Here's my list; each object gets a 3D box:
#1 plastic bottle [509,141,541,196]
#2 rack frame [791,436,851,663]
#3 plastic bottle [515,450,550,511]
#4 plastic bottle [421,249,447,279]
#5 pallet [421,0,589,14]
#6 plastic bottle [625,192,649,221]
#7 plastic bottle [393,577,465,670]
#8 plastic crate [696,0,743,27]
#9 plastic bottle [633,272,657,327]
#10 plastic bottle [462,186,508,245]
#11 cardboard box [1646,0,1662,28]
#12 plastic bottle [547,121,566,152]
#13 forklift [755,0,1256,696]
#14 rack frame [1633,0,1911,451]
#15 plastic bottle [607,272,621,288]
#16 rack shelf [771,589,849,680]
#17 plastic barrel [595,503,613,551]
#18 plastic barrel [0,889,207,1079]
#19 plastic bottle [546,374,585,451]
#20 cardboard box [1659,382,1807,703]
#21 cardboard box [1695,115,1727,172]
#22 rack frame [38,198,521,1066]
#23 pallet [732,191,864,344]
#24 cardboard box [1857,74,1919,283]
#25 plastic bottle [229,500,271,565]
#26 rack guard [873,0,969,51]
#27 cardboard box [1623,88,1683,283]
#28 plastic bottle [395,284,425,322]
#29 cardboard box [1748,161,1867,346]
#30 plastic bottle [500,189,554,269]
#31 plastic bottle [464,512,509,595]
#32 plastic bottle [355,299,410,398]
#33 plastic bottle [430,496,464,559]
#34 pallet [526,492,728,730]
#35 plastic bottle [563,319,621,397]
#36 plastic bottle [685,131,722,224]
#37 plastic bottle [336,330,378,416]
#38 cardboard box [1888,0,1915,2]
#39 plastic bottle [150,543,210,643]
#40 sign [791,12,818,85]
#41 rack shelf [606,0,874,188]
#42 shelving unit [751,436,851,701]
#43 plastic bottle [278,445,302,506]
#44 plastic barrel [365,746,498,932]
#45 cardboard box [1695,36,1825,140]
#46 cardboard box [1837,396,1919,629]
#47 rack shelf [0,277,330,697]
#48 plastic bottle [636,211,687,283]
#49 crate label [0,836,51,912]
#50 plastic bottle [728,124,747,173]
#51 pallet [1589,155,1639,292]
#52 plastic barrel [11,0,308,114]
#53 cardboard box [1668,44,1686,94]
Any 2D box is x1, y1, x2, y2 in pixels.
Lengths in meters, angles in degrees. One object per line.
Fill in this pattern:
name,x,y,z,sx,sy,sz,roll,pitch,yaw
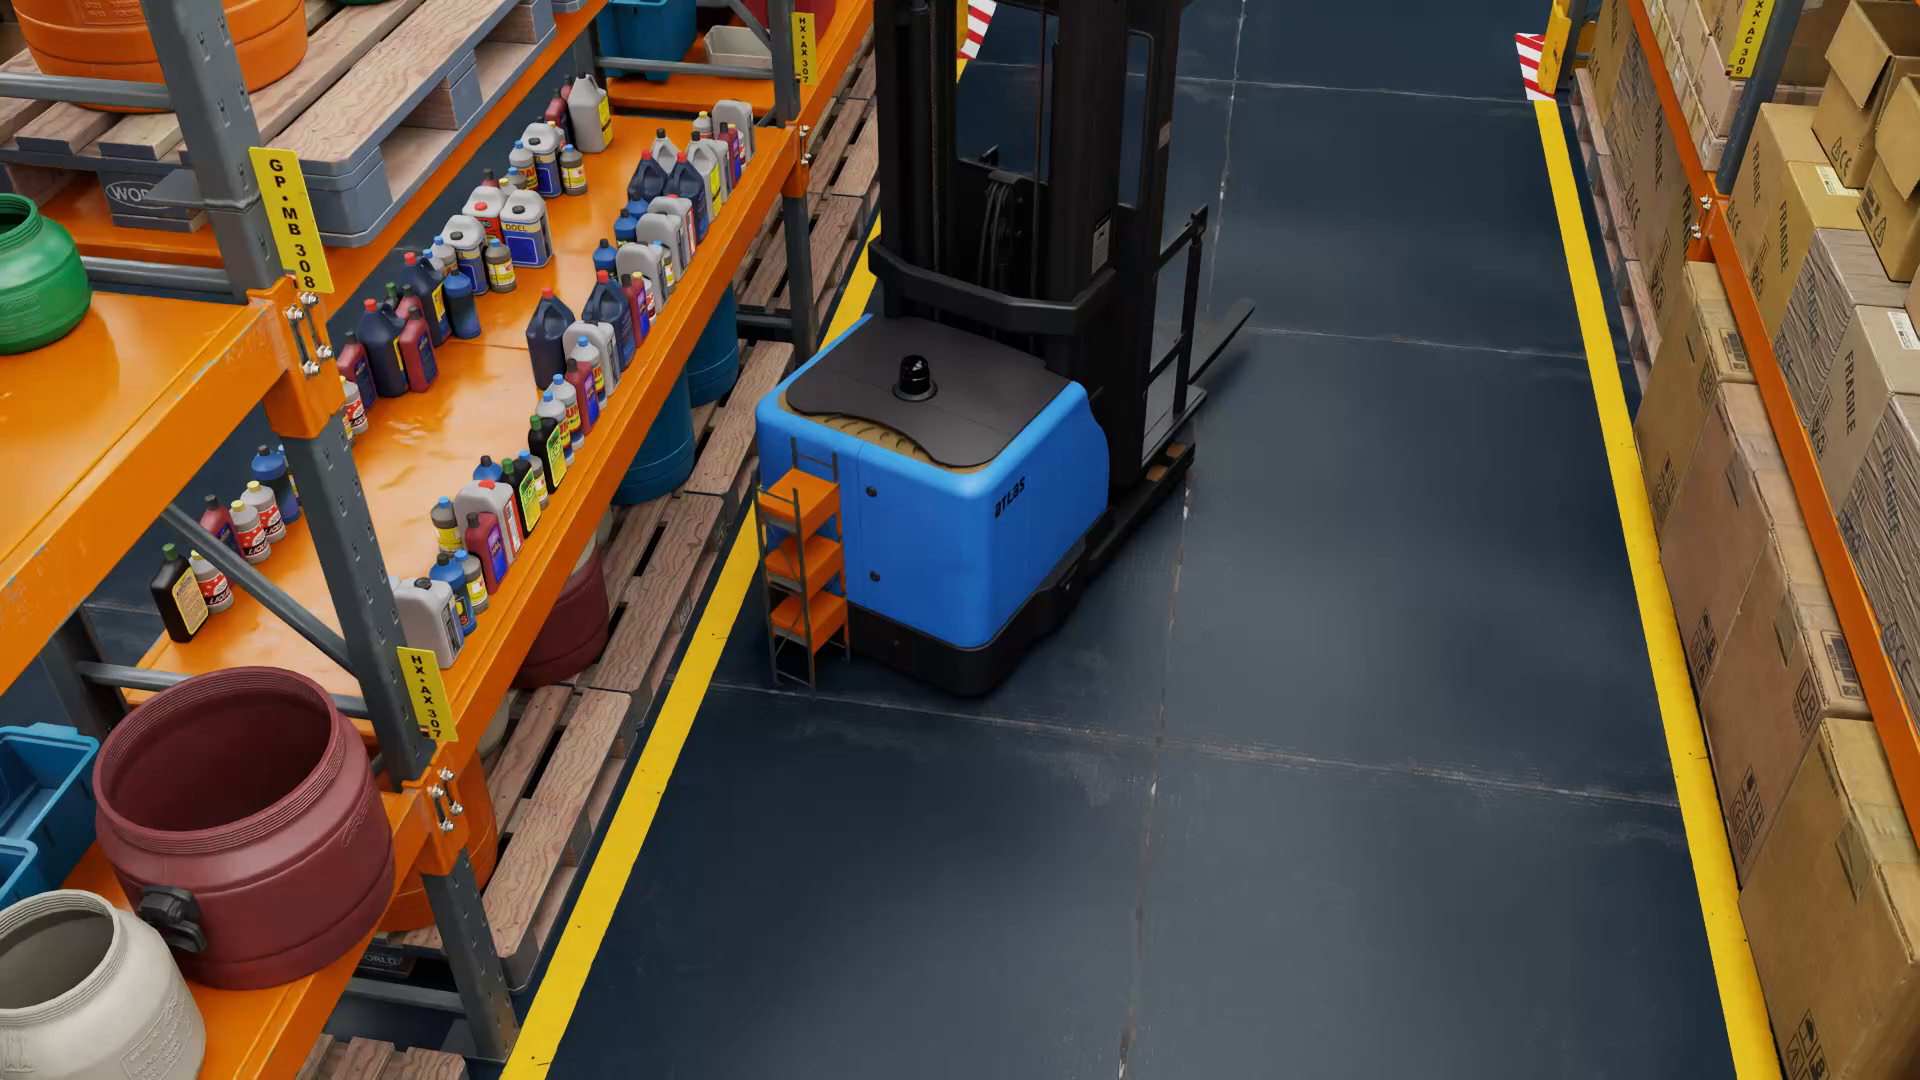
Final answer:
plastic bottle,-1.787,-1.506,6.818,0.097,0.271,0.097,0,40,0
rack frame,-0.527,0.056,6.354,0.200,1.050,0.008,21,45,23
plastic bottle,-1.370,-0.196,5.289,0.097,0.201,0.097,0,40,0
plastic bottle,-1.940,-0.948,6.143,0.097,0.271,0.097,0,40,0
pallet,-1.454,-1.972,5.075,1.003,0.211,1.213,6,40,8
plastic bottle,-1.247,-1.227,6.481,0.097,0.271,0.097,0,40,0
plastic bottle,-1.520,0.219,4.728,0.152,0.276,0.135,6,40,8
plastic crate,-1.292,-2.752,8.394,0.437,0.125,0.590,6,40,8
plastic bottle,-1.178,-0.892,6.131,0.097,0.201,0.097,0,40,0
plastic bottle,-1.836,-1.226,6.476,0.152,0.276,0.135,6,40,8
cardboard box,3.655,-2.654,8.303,0.380,0.149,0.250,7,40,8
plastic bottle,-1.730,-1.685,7.090,0.097,0.201,0.097,0,40,0
forklift,0.413,-1.445,6.698,1.130,2.935,3.031,21,44,24
rack frame,3.657,-1.557,6.779,1.000,3.000,0.127,6,40,8
plastic bottle,-1.261,-0.842,6.015,0.097,0.271,0.097,0,40,0
rack shelf,-0.588,0.344,6.461,0.215,0.259,0.240,21,45,23
plastic barrel,-1.640,-0.178,6.734,0.421,0.512,0.421,0,40,0
plastic barrel,-1.881,1.033,3.559,0.421,0.512,0.421,0,40,0
plastic bottle,-1.313,-0.429,5.516,0.097,0.271,0.097,0,40,0
cardboard box,3.412,0.065,6.156,1.225,0.875,0.875,5,40,6
cardboard box,3.387,-1.688,7.134,0.380,0.149,0.250,7,40,8
rack frame,-1.913,0.407,4.404,1.000,3.000,0.127,6,40,8
pallet,-1.132,-1.494,8.892,1.003,0.211,1.213,6,40,8
cardboard box,3.425,-1.151,5.422,0.797,0.503,0.637,7,40,8
plastic bottle,-2.185,-0.032,5.091,0.097,0.201,0.097,0,40,0
rack guard,-0.537,-3.667,11.293,1.175,0.500,0.348,6,40,8
cardboard box,4.006,-1.870,8.496,0.875,0.875,0.875,6,40,8
plastic bottle,-1.951,-0.759,5.906,0.061,0.283,0.133,6,40,8
cardboard box,3.245,-1.019,6.050,0.500,0.500,0.500,6,40,8
plastic bottle,-1.687,-1.209,6.456,0.152,0.276,0.135,6,40,8
plastic bottle,-1.418,0.015,4.969,0.061,0.283,0.133,6,40,8
plastic bottle,-1.997,-0.687,5.766,0.144,0.351,0.185,6,40,8
plastic bottle,-1.566,-0.045,5.106,0.097,0.201,0.097,0,40,0
pallet,-1.604,0.219,6.819,1.003,0.211,1.213,6,40,8
plastic bottle,-1.280,-0.651,5.781,0.152,0.276,0.135,6,40,8
plastic bottle,-1.058,-1.471,6.714,0.144,0.351,0.185,6,40,8
plastic bottle,-2.065,-0.566,5.672,0.061,0.283,0.133,6,40,8
cardboard box,3.992,-2.175,6.823,0.500,0.500,0.500,6,40,8
plastic bottle,-2.263,0.151,4.805,0.061,0.283,0.133,6,40,8
sign,-0.679,-2.148,7.277,0.100,0.325,0.005,6,40,8
rack shelf,-0.875,-3.081,9.187,1.077,0.370,4.000,6,40,8
shelving unit,-0.590,0.123,6.275,0.215,1.050,0.252,21,45,23
plastic bottle,-2.135,-0.216,5.313,0.097,0.201,0.097,0,40,0
plastic barrel,-1.845,0.773,5.335,0.600,0.830,0.708,6,40,8
cardboard box,3.475,-1.920,7.102,0.500,0.250,0.500,6,40,7
cardboard box,2.985,-0.061,4.891,0.500,0.500,0.500,5,40,6
rack shelf,-2.259,0.784,2.159,1.077,0.370,4.000,6,40,8
plastic bottle,-1.145,-1.142,6.375,0.152,0.276,0.135,6,40,8
crate label,-2.351,0.987,3.674,0.502,0.435,0.616,6,40,8
plastic bottle,-0.964,-1.668,7.069,0.097,0.201,0.097,0,40,0
pallet,4.075,-1.719,9.163,1.003,0.211,1.213,6,40,8
plastic barrel,-1.812,-1.432,3.608,0.600,0.830,0.708,6,40,8
cardboard box,3.521,-2.172,7.720,0.380,0.149,0.250,7,40,9
